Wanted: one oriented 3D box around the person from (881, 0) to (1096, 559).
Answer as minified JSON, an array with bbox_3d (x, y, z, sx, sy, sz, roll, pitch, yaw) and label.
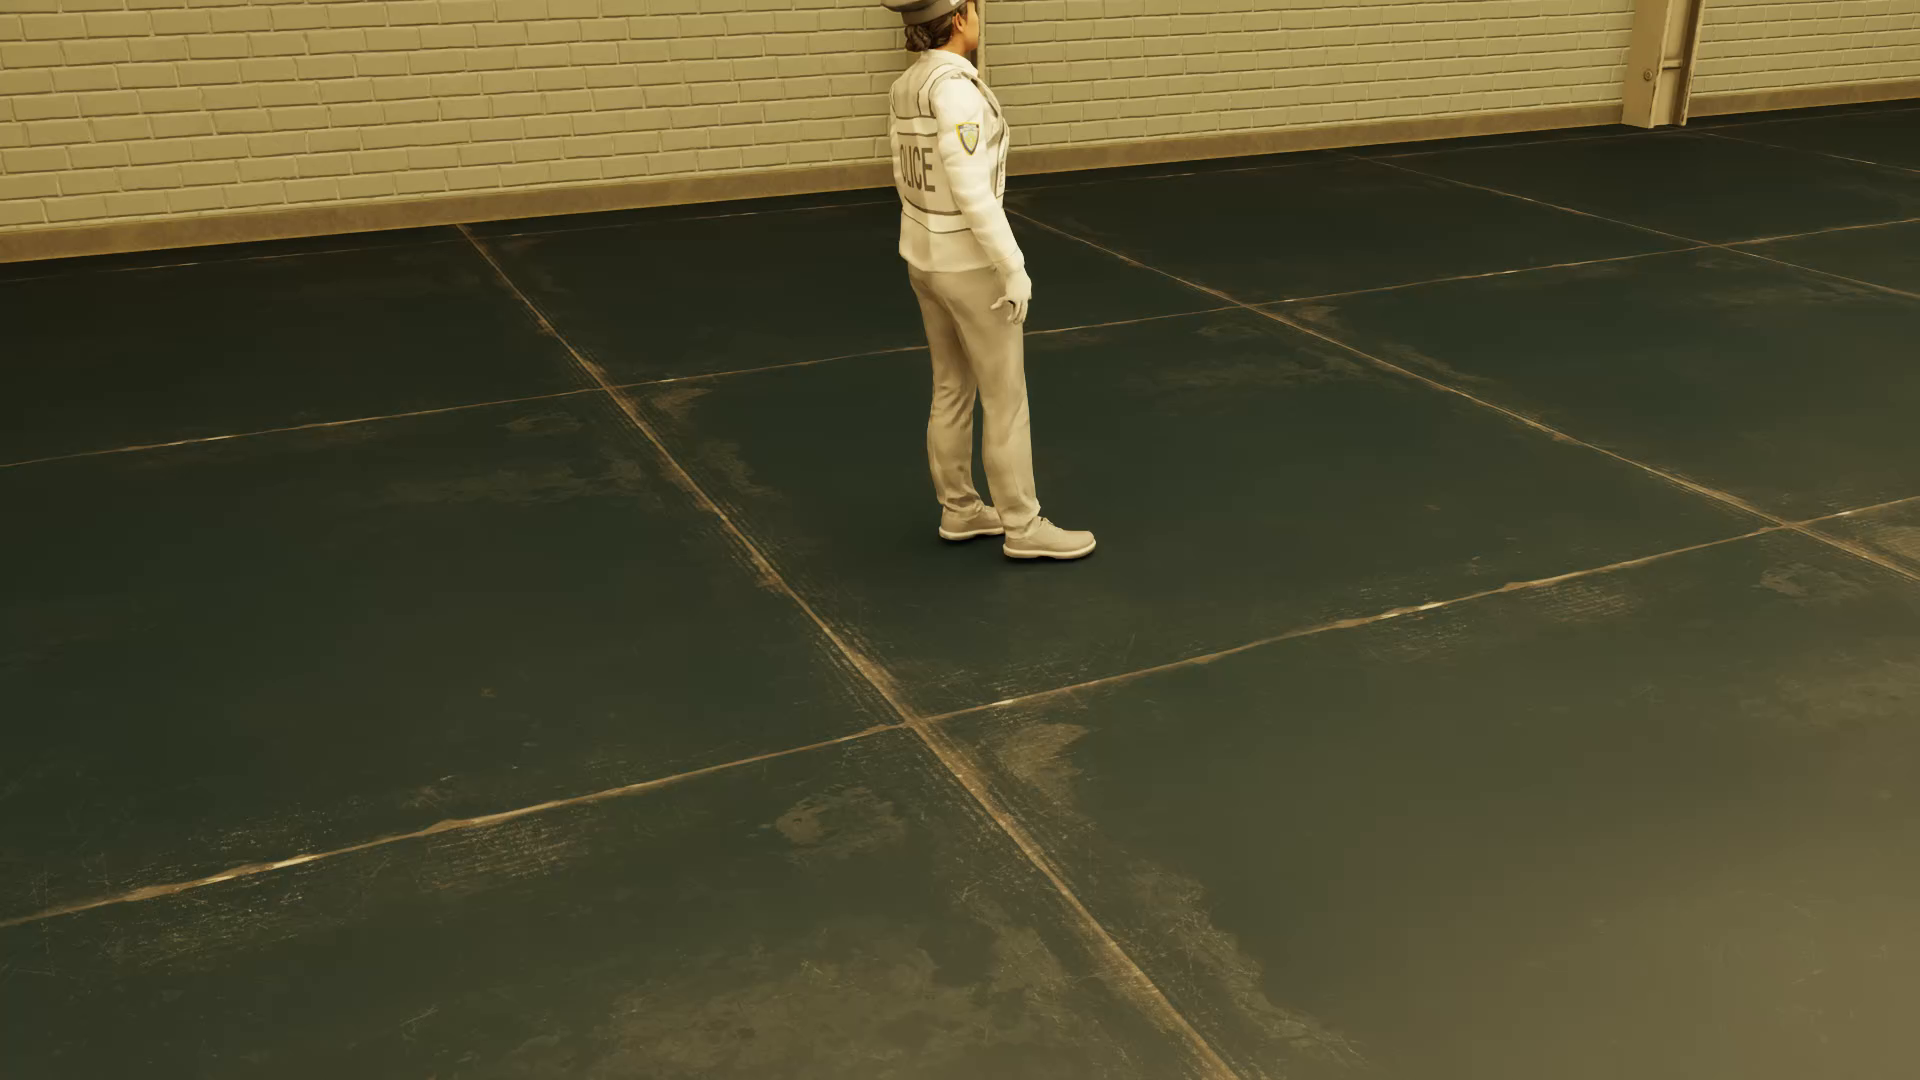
[{"bbox_3d":[0.065,-0.798,4.800,0.530,1.694,0.586,-10,25,-23],"label":"person"}]
